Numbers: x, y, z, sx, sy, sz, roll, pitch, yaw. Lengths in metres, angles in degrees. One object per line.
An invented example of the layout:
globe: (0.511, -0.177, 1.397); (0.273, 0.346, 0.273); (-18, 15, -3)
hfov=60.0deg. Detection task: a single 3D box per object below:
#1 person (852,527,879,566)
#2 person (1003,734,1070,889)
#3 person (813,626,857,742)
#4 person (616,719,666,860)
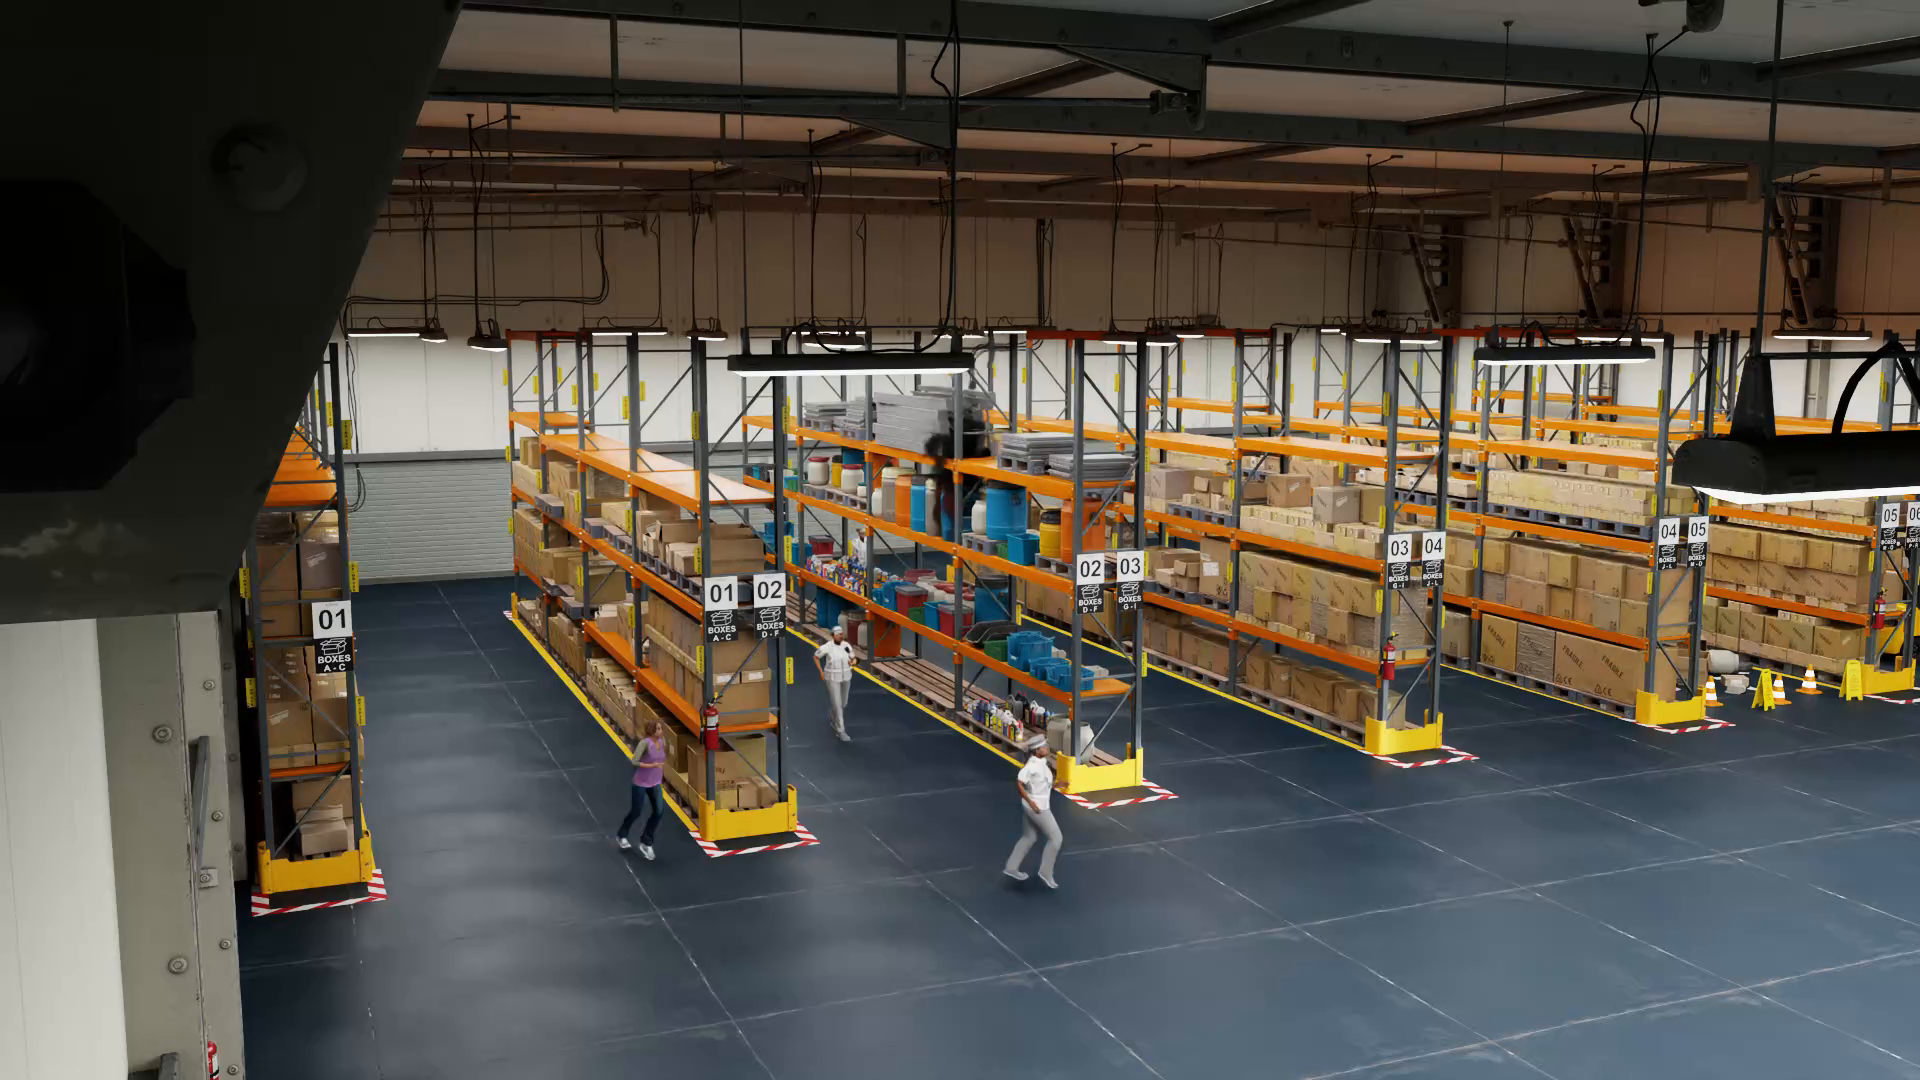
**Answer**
person: (-2.183, 0.552, 36.291); (0.649, 1.745, 0.763); (-5, 9, -32)
person: (0.849, 3.008, 18.455); (0.746, 1.752, 0.554); (0, 8, 0)
person: (-1.837, 2.105, 24.928); (0.603, 1.659, 0.940); (-5, 9, -32)
person: (-3.679, 2.910, 19.618); (0.675, 1.596, 0.562); (7, 10, 41)
